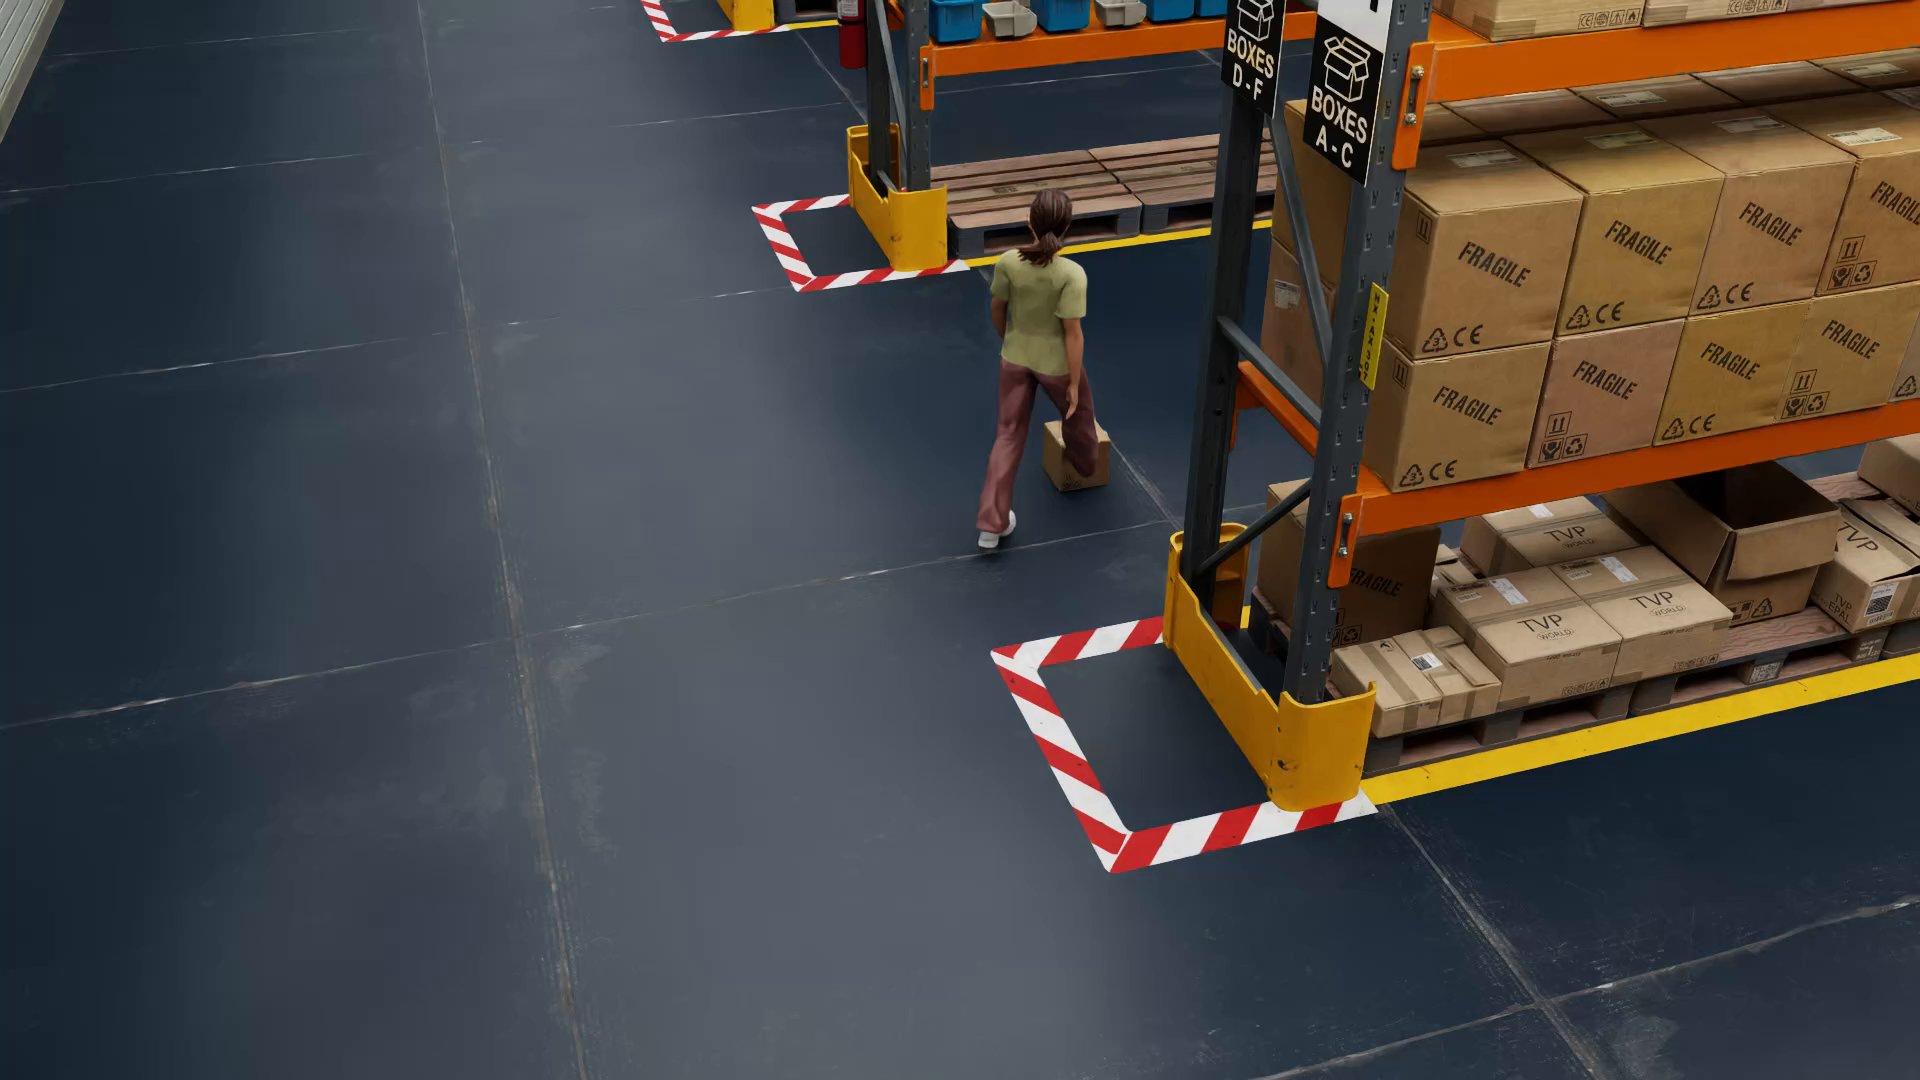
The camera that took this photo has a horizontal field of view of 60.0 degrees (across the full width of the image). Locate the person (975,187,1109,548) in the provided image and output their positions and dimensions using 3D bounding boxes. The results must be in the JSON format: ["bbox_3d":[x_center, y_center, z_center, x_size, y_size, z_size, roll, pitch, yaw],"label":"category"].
[{"bbox_3d":[0.385,-0.841,7.408,0.468,1.611,1.015,13,36,18],"label":"person"}]
